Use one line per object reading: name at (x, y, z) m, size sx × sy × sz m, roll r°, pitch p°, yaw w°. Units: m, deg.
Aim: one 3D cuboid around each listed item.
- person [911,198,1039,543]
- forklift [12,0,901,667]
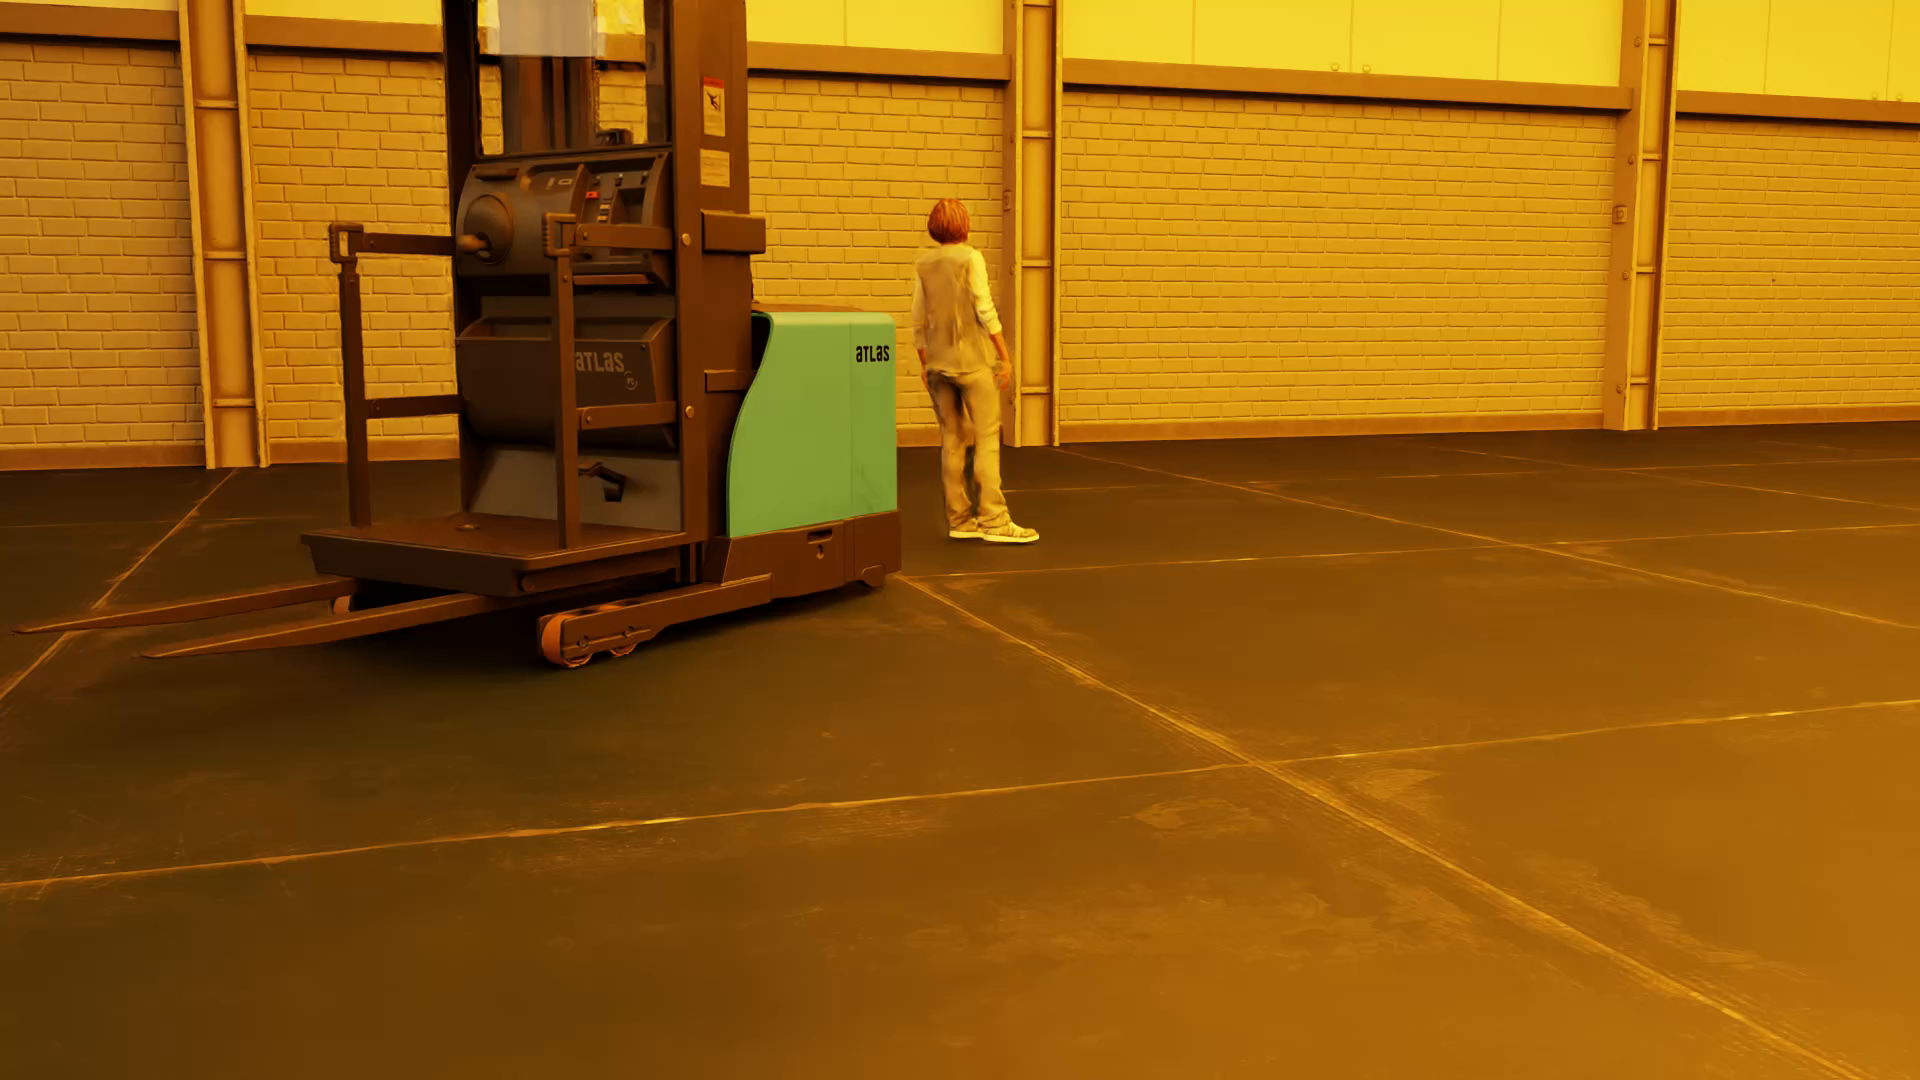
person at (0.060, -0.792, 7.800) m, size 0.622 × 1.599 × 0.355 m, roll 5°, pitch 9°, yaw 33°
forklift at (-1.457, -1.136, 5.398) m, size 1.130 × 2.935 × 3.031 m, roll 5°, pitch 9°, yaw 33°
